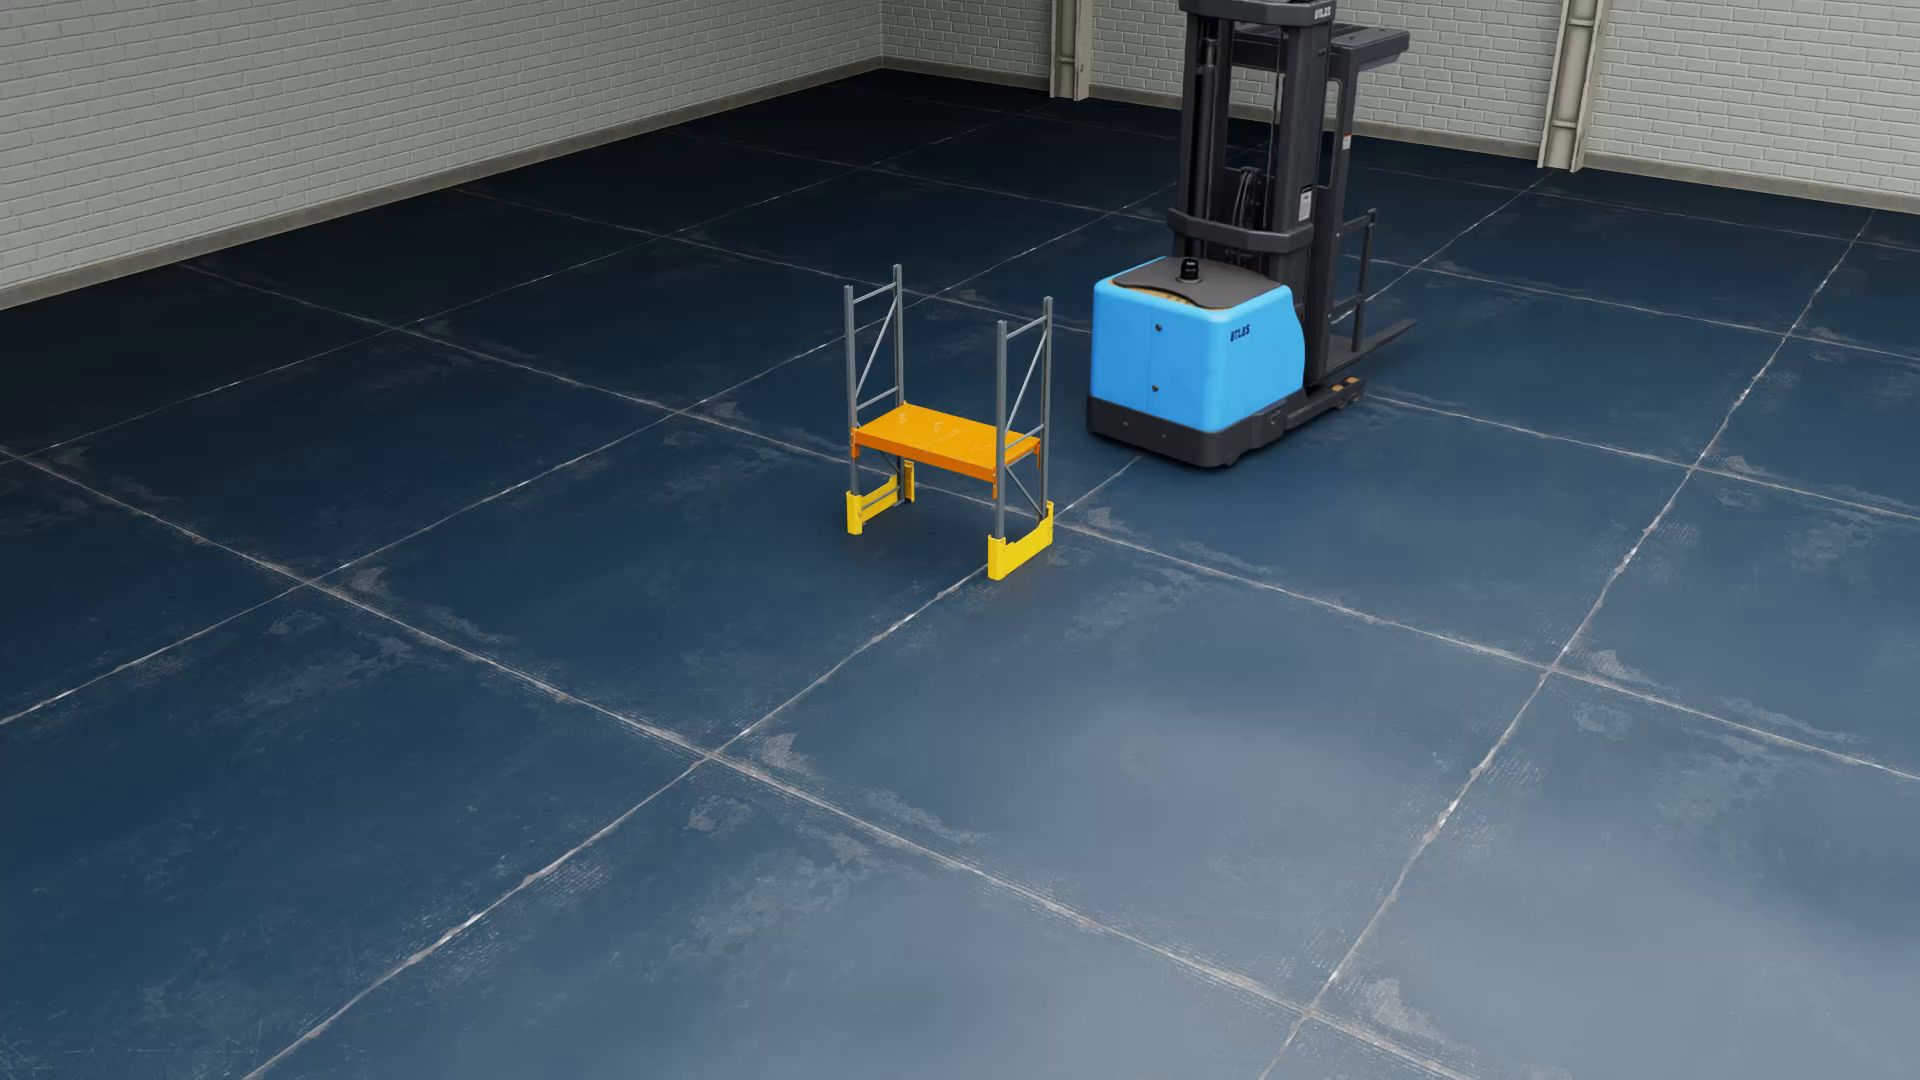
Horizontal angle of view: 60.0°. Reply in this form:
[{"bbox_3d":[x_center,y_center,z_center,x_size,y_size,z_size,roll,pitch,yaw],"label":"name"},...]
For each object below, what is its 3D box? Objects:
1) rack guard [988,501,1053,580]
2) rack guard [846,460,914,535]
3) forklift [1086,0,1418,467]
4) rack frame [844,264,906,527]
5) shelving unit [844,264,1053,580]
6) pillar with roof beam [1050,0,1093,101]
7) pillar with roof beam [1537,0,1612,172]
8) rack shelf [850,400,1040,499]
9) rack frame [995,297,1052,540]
[{"bbox_3d":[0.348,-0.003,9.480,0.087,0.250,0.587,17,32,30],"label":"rack guard"},{"bbox_3d":[-0.473,-0.259,9.983,0.087,0.250,0.587,17,32,30],"label":"rack guard"},{"bbox_3d":[2.194,-2.350,11.137,1.130,2.935,3.031,22,34,36],"label":"forklift"},{"bbox_3d":[-0.489,-0.821,9.709,0.032,1.500,0.500,17,32,30],"label":"rack frame"},{"bbox_3d":[-0.063,-0.688,9.448,1.083,1.500,0.587,17,32,30],"label":"shelving unit"},{"bbox_3d":[-1.087,-7.860,15.274,0.400,9.000,9.100,17,32,30],"label":"pillar with roof beam"},{"bbox_3d":[3.858,-6.319,12.246,0.400,9.000,9.100,17,32,30],"label":"pillar with roof beam"},{"bbox_3d":[-0.070,-0.530,9.534,1.000,0.185,0.538,17,32,30],"label":"rack shelf"},{"bbox_3d":[0.349,-0.560,9.196,0.032,1.500,0.500,17,32,30],"label":"rack frame"}]
